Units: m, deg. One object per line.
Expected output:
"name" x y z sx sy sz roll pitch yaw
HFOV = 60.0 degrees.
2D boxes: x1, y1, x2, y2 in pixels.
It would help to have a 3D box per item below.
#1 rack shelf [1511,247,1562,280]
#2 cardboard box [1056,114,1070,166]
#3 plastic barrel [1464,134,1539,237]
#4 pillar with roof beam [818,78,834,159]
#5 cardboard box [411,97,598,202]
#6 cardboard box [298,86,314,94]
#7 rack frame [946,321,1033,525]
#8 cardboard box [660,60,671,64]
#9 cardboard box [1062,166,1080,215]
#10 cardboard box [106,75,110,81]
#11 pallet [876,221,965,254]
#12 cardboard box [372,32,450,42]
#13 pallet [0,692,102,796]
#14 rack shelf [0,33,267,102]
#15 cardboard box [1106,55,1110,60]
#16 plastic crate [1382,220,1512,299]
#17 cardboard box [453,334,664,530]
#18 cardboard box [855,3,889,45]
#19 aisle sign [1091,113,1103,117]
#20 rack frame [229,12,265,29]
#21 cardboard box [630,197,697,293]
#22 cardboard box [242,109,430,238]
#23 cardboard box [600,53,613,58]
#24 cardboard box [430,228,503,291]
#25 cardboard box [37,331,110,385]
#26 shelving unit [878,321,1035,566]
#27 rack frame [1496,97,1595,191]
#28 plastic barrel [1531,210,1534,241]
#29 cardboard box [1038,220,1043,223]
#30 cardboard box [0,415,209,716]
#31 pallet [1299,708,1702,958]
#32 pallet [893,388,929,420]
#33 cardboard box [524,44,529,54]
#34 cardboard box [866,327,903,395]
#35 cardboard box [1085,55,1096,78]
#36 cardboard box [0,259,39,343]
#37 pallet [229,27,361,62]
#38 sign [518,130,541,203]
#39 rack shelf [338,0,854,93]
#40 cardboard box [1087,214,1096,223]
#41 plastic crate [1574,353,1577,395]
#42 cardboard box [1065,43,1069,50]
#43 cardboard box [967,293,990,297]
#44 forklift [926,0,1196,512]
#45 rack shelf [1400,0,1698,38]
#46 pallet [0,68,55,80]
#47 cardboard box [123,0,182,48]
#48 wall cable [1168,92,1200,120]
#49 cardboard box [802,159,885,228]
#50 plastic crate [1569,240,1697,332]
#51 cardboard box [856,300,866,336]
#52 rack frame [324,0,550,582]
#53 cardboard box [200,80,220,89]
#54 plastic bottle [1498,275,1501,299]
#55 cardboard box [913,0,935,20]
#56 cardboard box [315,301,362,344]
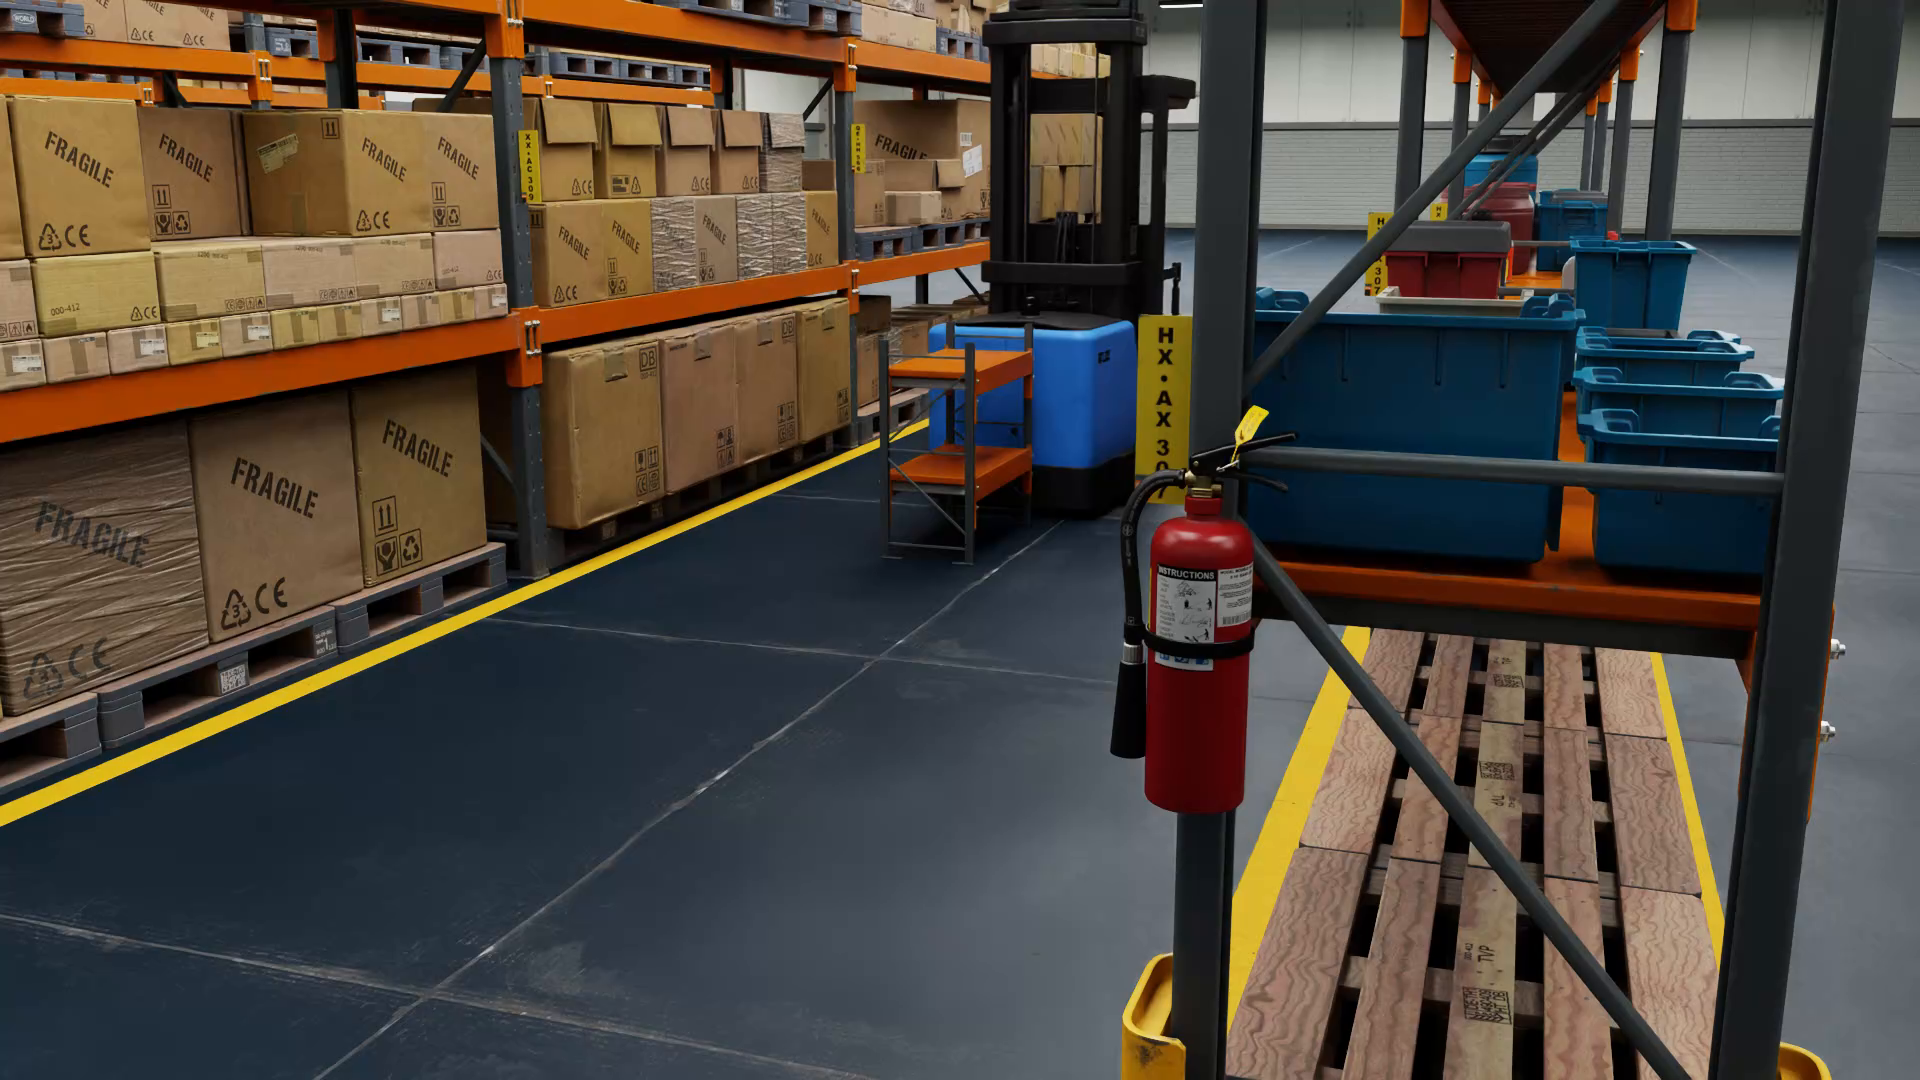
"rack shelf" 4.114 -1.861 12.018 1.077 0.370 4.000 4 14 18
"cardboard box" 0.783 -3.958 16.447 0.500 0.500 0.500 4 14 18
"plastic barrel" 4.349 -2.818 13.466 0.600 0.901 0.708 4 14 18
"pillar with roof beam" -0.004 -13.752 49.014 9.100 9.000 0.548 4 14 18
"cardboard box" -2.315 -1.978 8.434 0.797 0.503 0.637 4 13 17
"cardboard box" -8.208 -5.577 20.506 0.380 0.149 0.250 4 14 18
"rack frame" 0.162 -0.654 9.325 0.500 1.125 0.032 4 14 18
"cardboard box" -3.490 -5.442 18.744 0.380 0.149 0.250 4 14 19
"cardboard box" 0.741 -3.591 17.088 0.875 0.500 0.500 4 14 18
"cardboard box" -9.490 -5.131 18.553 0.380 0.149 0.250 4 14 19
"pallet" -0.618 -2.474 13.516 1.003 0.211 1.213 4 14 18
"cardboard box" -4.945 -4.655 14.935 0.500 0.311 0.500 4 13 16
"pallet" -3.624 0.723 5.348 1.003 0.211 1.213 4 14 18
"rack shelf" -6.527 -3.216 11.214 1.077 0.370 4.000 4 14 18
"cardboard box" 1.394 -5.223 17.829 0.380 0.149 0.250 4 13 16
"plastic crate" 1.646 -0.839 5.645 0.402 0.464 0.583 4 14 18
"cardboard box" -2.326 -0.610 8.752 1.225 0.875 0.875 4 14 19
"cardboard box" -0.827 -3.617 11.691 0.500 0.250 0.500 5 14 19
"aisle sign" 1.672 -5.091 18.708 0.394 0.787 0.004 4 14 18
"rack frame" -5.880 -5.451 12.645 1.000 3.000 0.127 4 14 18
"cardboard box" -1.805 -1.644 9.225 0.500 0.500 0.500 4 13 17
"cardboard box" -2.576 -1.521 6.896 0.500 0.500 0.500 4 14 19
"cardboard box" -3.901 -5.173 17.568 0.380 0.149 0.250 4 13 18
"cardboard box" -2.409 -1.265 7.459 0.500 0.250 0.500 4 13 17
"cardboard box" -3.051 -0.608 5.475 0.380 0.149 0.250 4 13 17
"shelving unit" -0.002 -0.547 8.857 0.538 1.125 1.048 4 14 18
"rack frame" 6.055 -3.475 17.473 1.000 3.000 0.127 4 14 18
"plastic barrel" 3.734 -2.166 11.485 0.421 0.512 0.421 0 13 0
"cardboard box" 0.576 -2.997 15.942 0.380 0.149 0.250 4 14 18
"cardboard box" -3.383 0.036 5.920 0.875 0.875 0.875 4 14 18
"pallet" 1.578 0.826 4.893 1.003 0.211 1.213 4 14 18
"pallet" -0.569 -1.208 13.808 1.003 0.211 1.213 4 14 18
"cardboard box" -4.690 -5.114 17.309 0.380 0.149 0.250 5 14 19
"cardboard box" -0.855 -1.403 13.024 0.700 0.500 0.500 3 13 14
"cardboard box" 1.120 -4.889 17.262 0.500 0.250 0.500 5 14 20
"cardboard box" -3.236 -0.726 5.098 0.500 0.250 0.500 4 14 18
"pallet" -5.722 -4.035 13.611 1.213 0.211 1.003 5 14 21
"sign" -1.989 -1.726 7.686 0.100 0.325 0.005 4 14 18
"rack shelf" -1.867 -2.838 9.556 1.077 0.370 4.000 4 14 18
"cardboard box" 1.262 -3.474 18.032 0.380 0.149 0.250 4 14 18
"plastic crate" 1.893 -0.461 4.724 0.293 0.136 0.466 4 14 18
"cardboard box" 0.857 -4.897 16.401 0.380 0.149 0.250 4 13 17
"cardboard box" 0.420 -2.178 16.464 0.500 0.500 0.500 10 16 36
"forklift" 0.836 -1.875 10.618 1.130 2.935 3.031 5 14 22
"rack shelf" 1.525 -1.639 4.304 1.077 0.370 4.000 4 14 18
"pallet" -9.936 -4.733 16.665 1.213 0.211 1.003 4 14 18
"cardboard box" -5.974 -3.792 11.896 0.500 0.500 0.500 4 14 18
"wall cable" 7.104 -15.558 49.285 2.305 6.003 0.169 4 14 18
"cardboard box" -0.997 -2.642 12.655 0.700 0.500 0.500 7 14 27
"plastic crate" 2.344 -0.847 5.860 0.392 0.384 0.575 4 14 18
"cardboard box" -1.032 -1.652 12.428 0.500 0.250 0.500 5 14 21
"rack frame" -2.514 -1.305 7.965 1.000 3.000 0.127 4 14 18
"cardboard box" -8.738 -5.252 19.081 0.380 0.149 0.250 5 14 20
"plastic bottle" 2.356 -1.170 7.485 0.144 0.351 0.185 4 14 18
"cardboard box" -0.501 -4.196 12.540 0.500 0.500 0.500 4 13 17
"cardboard box" -2.635 -0.878 6.659 0.380 0.149 0.250 5 14 19
